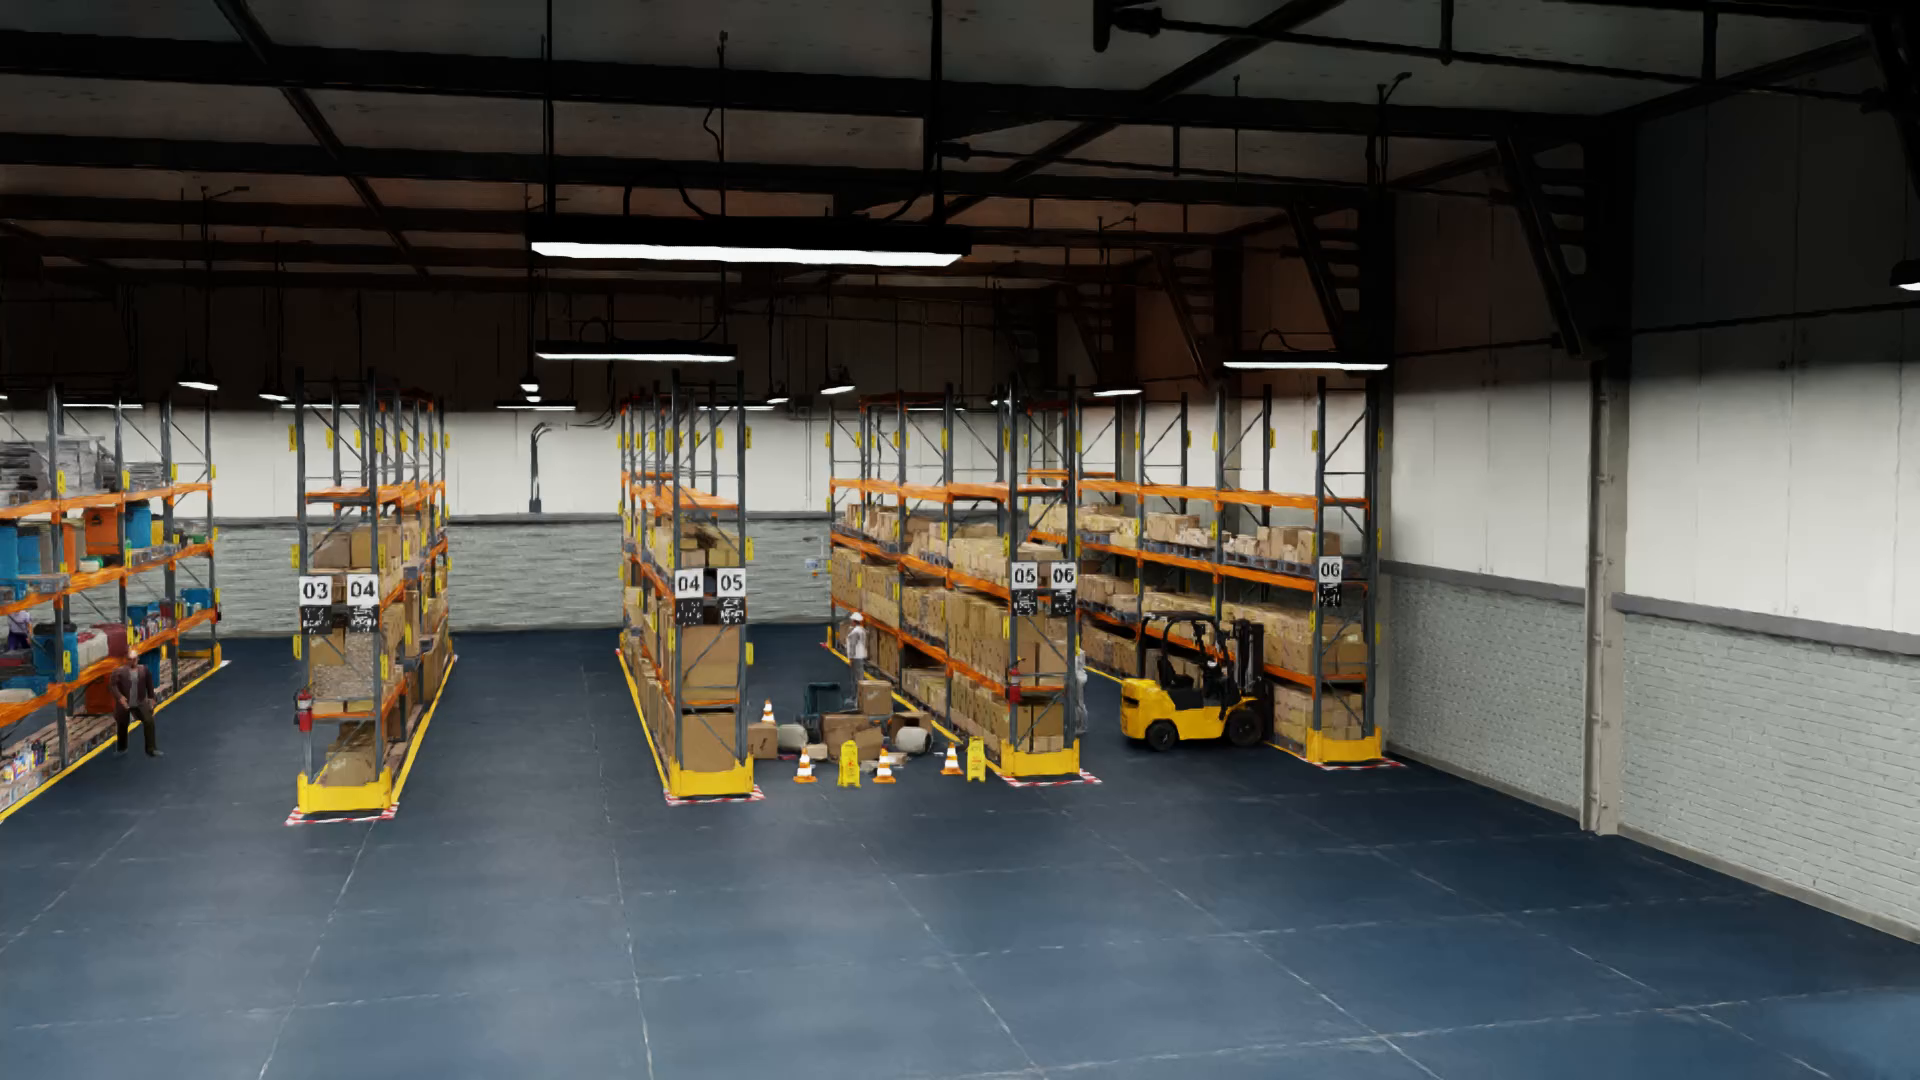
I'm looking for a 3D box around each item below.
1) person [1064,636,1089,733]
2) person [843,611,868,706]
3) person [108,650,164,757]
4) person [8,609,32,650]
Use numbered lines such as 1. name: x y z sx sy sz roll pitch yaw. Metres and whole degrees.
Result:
1. person: 1.980 2.446 28.628 0.544 1.667 0.573 1 4 18
2. person: -1.976 2.230 31.404 0.583 1.768 0.630 1 3 10
3. person: -13.029 2.574 26.190 0.725 1.715 0.856 -2 4 -36
4. person: -20.226 2.068 35.795 0.493 1.589 0.991 -1 4 -15
